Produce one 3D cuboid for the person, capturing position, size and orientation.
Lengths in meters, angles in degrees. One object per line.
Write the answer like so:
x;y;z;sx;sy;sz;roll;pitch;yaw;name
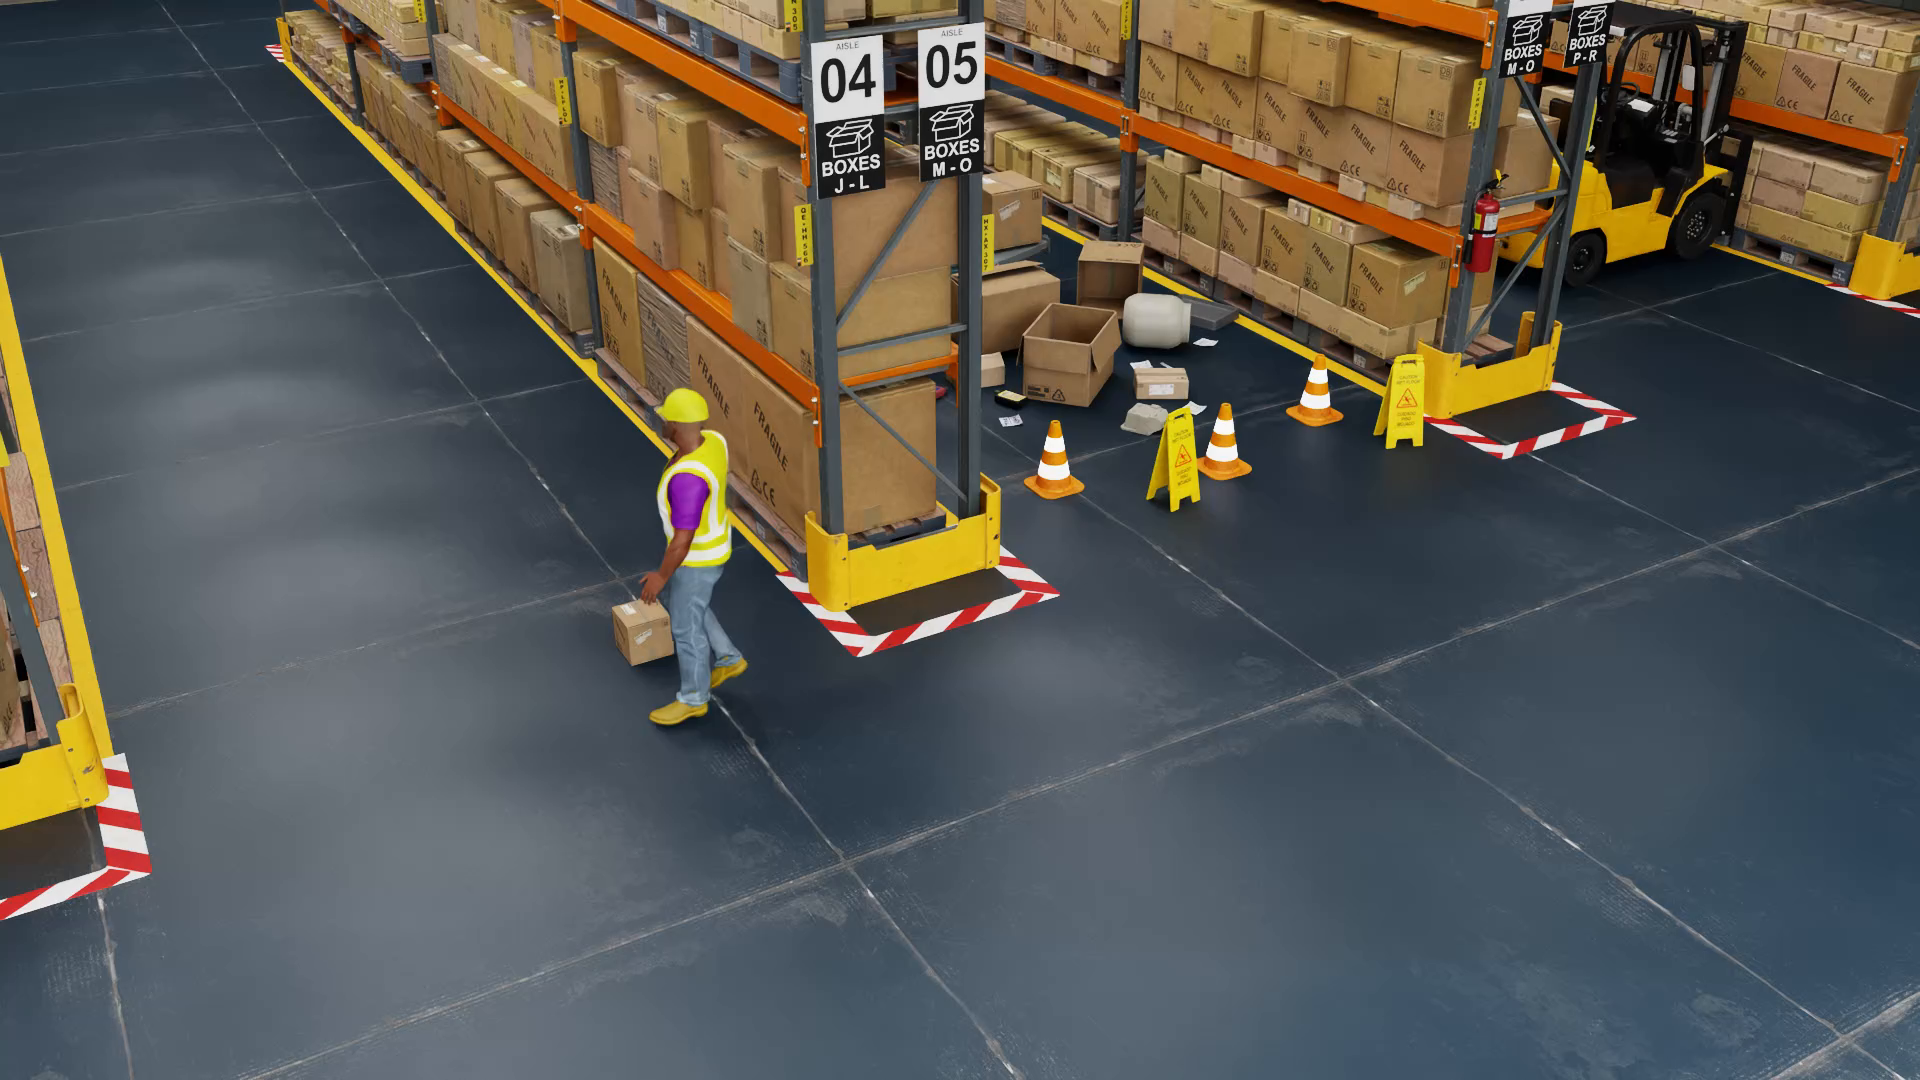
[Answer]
-1.365;0.068;8.355;0.505;1.770;0.633;-2;29;-3;person
